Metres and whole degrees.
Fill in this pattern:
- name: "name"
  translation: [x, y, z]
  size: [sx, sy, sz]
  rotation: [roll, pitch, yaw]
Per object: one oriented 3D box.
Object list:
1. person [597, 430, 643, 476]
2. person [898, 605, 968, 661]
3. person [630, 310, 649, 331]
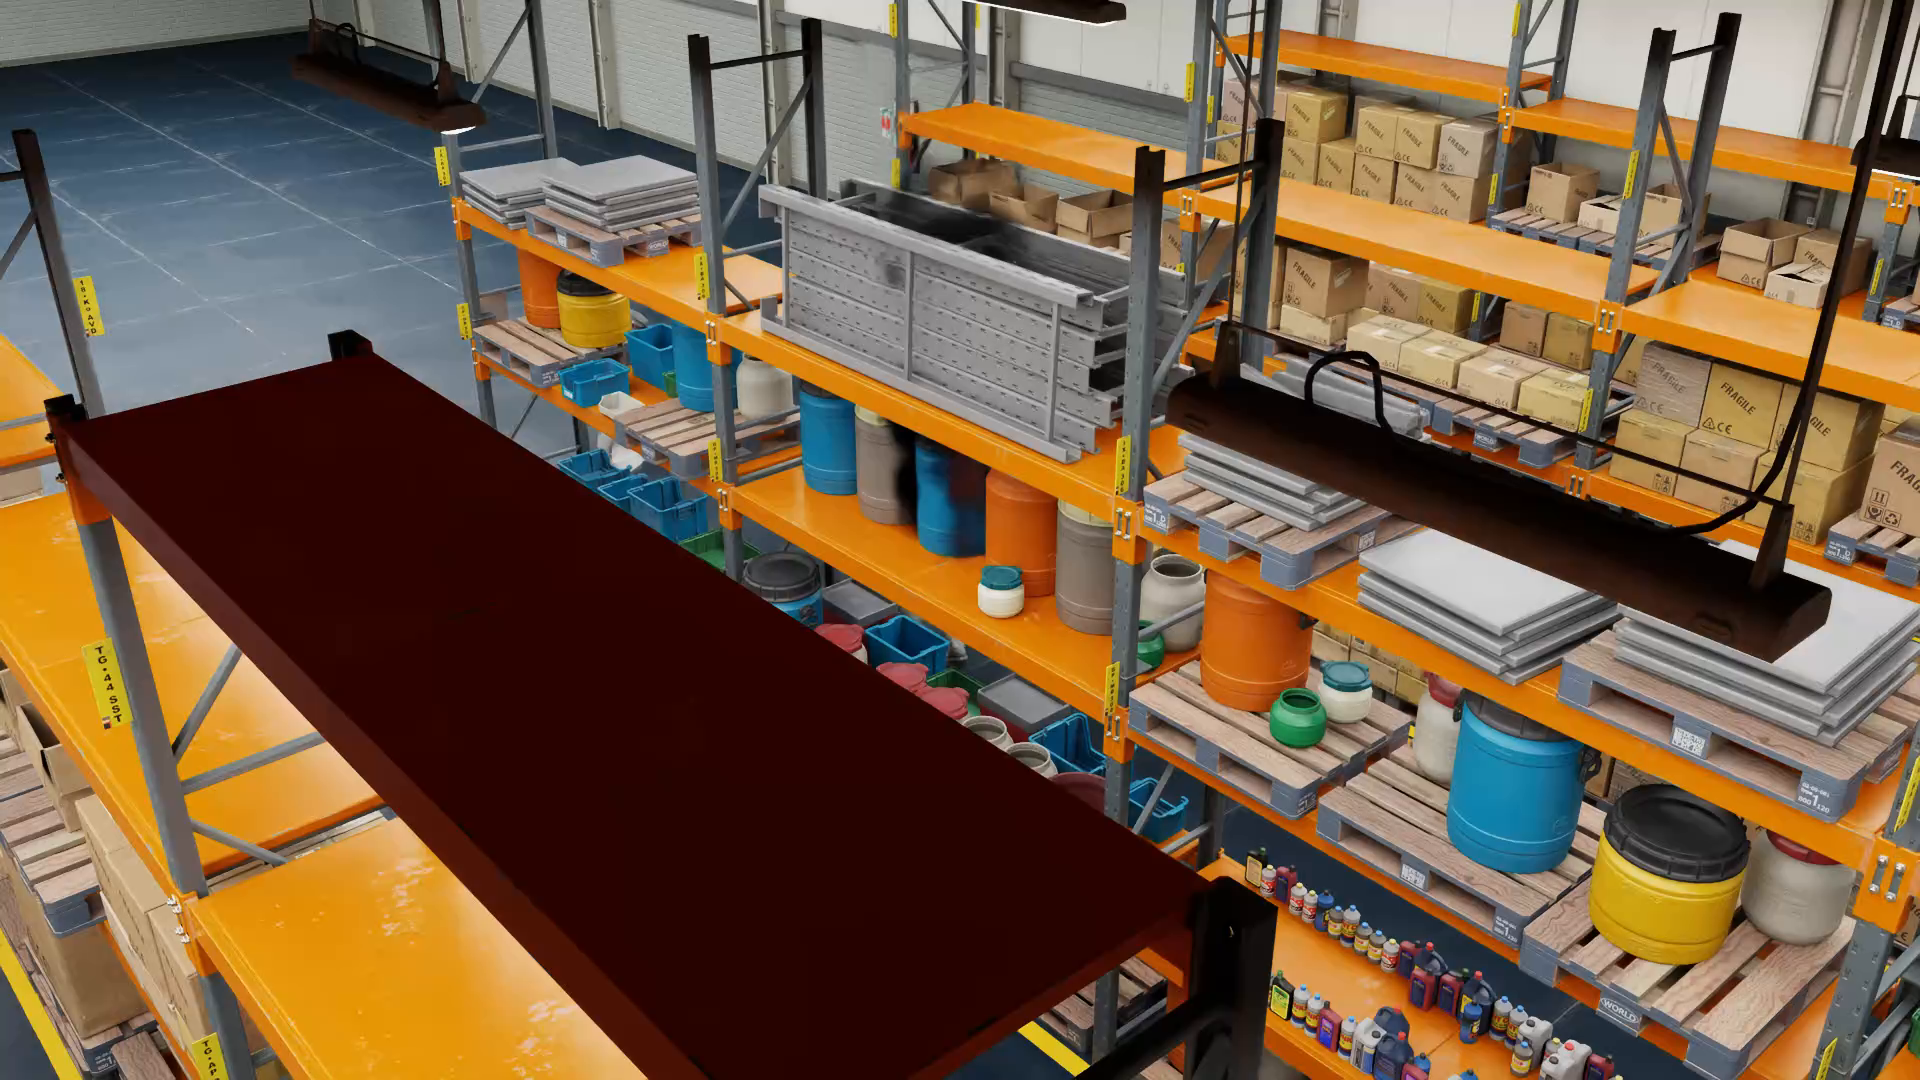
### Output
- name: "person"
  translation: [-3.507, -0.779, 17.263]
  size: [0.767, 1.726, 0.688]
  rotation: [17, 31, 29]
- name: "person"
  translation: [-0.266, 0.327, 14.989]
  size: [0.755, 1.845, 0.640]
  rotation: [22, 34, 37]
- name: "person"
  translation: [-3.664, -1.881, 19.477]
  size: [0.609, 1.668, 0.576]
  rotation: [-5, 27, -10]
